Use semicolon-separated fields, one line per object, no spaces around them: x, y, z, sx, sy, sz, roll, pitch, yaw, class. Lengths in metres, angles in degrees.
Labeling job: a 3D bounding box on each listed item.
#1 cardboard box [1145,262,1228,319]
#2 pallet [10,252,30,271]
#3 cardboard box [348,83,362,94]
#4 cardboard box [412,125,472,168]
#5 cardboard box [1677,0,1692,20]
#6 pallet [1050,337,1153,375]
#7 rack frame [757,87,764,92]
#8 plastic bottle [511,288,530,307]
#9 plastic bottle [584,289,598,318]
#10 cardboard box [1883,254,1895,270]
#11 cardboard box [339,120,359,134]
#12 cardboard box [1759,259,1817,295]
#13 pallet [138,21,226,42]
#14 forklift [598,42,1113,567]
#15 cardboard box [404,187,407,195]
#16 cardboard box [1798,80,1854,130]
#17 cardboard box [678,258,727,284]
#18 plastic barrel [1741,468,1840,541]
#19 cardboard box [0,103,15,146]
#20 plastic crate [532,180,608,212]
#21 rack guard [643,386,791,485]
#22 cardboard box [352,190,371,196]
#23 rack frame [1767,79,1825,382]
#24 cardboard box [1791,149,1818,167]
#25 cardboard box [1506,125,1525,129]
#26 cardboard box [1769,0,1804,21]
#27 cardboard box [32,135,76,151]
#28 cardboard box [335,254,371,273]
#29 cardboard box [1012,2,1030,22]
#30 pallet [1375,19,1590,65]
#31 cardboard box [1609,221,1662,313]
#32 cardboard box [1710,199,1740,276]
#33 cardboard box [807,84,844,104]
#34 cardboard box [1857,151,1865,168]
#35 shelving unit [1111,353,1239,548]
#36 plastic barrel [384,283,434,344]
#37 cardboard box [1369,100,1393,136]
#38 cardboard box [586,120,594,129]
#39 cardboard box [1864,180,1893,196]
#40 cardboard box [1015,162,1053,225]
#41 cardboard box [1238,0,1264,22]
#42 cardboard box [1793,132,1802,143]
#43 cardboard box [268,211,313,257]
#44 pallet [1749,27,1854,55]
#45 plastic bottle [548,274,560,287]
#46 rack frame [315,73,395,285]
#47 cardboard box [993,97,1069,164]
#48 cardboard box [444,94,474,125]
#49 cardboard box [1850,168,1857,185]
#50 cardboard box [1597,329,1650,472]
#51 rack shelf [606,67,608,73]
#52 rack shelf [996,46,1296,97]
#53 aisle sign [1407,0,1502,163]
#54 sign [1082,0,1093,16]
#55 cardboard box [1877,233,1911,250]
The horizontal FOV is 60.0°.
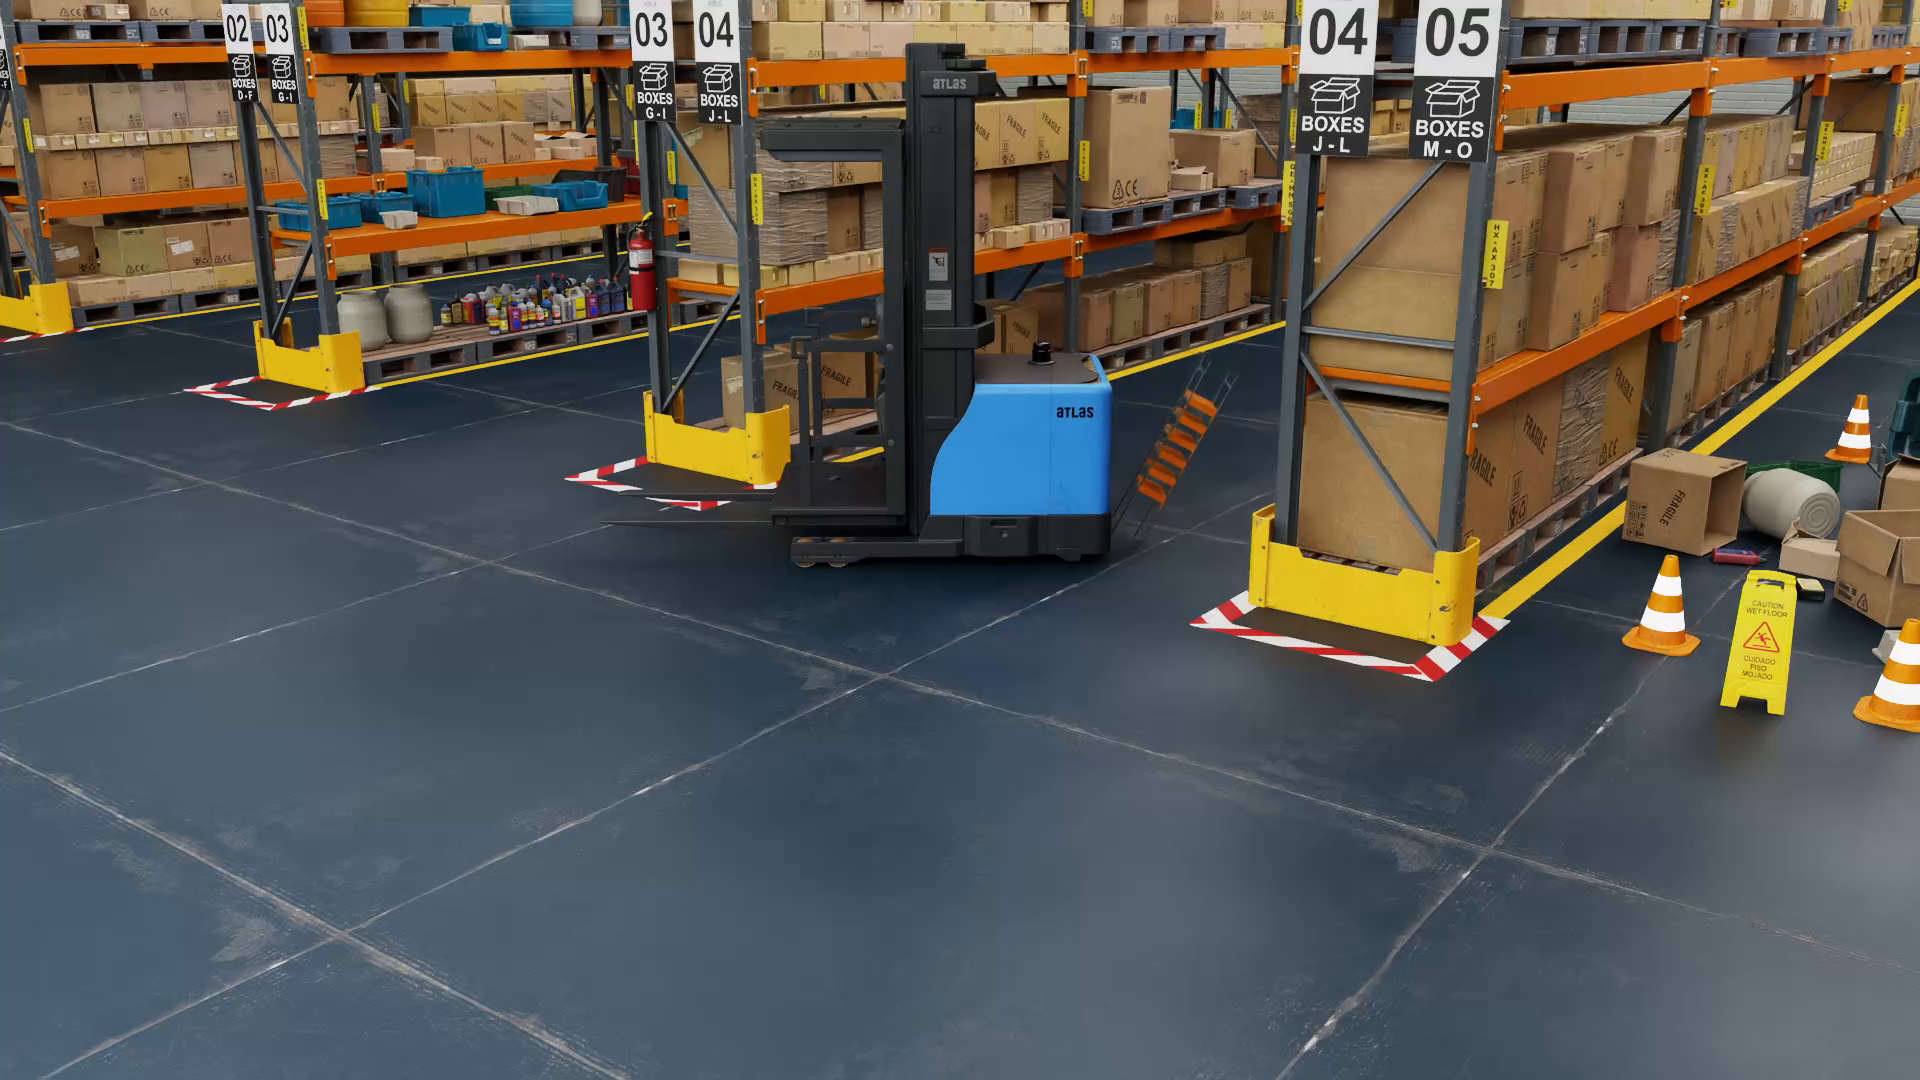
2.285;-2.555;16.886;0.700;0.500;0.500;10;20;30;cardboard box
-12.427;-3.719;21.865;1.003;0.211;1.213;12;21;35;pallet
-9.307;-6.863;25.281;0.380;0.149;0.250;9;19;26;cardboard box
-6.564;-4.988;21.079;0.500;0.500;0.500;14;22;39;cardboard box
4.265;-3.278;10.232;0.380;0.149;0.250;13;21;35;cardboard box
1.068;-1.737;15.482;1.003;0.211;1.213;12;21;35;pallet
-4.179;-8.367;32.130;1.000;3.000;0.127;12;21;35;rack frame
-4.418;-2.382;16.709;0.152;0.276;0.135;12;21;35;plastic bottle
-3.703;-2.375;16.673;0.061;0.283;0.133;14;22;38;plastic bottle
10.510;-3.214;19.132;0.380;0.149;0.250;12;21;34;cardboard box
-7.338;-4.890;19.669;0.380;0.149;0.250;12;21;35;cardboard box
7.517;-2.422;15.227;0.500;0.250;0.500;11;21;32;cardboard box
-8.563;-5.528;18.078;1.003;0.211;1.213;12;21;35;pallet
-0.630;-1.398;9.803;3.031;2.935;1.130;0;17;-1;forklift
-8.402;-5.788;26.740;0.750;0.750;0.750;12;21;34;cardboard box
9.358;-4.715;18.013;0.500;0.500;0.500;12;21;33;cardboard box
-1.774;-1.915;11.776;0.380;0.149;0.250;12;21;35;cardboard box
5.085;-0.211;10.210;0.421;0.421;0.512;-4;18;-13;plastic barrel
-12.273;-5.276;21.130;0.500;0.500;0.500;13;22;36;cardboard box
-3.814;-3.376;16.307;0.499;0.251;0.616;12;21;35;plastic crate
-1.733;-0.755;11.831;1.175;0.500;0.348;12;21;35;rack guard
-9.333;-5.297;25.718;0.700;0.500;0.500;13;21;35;cardboard box
6.912;-2.935;14.638;1.000;3.000;0.127;12;21;35;rack frame
7.501;-3.440;14.977;0.380;0.149;0.250;12;21;33;cardboard box
7.680;-5.649;23.130;0.500;0.250;0.500;12;21;34;cardboard box
6.101;-4.200;12.609;0.500;0.500;0.500;12;21;35;cardboard box
-9.325;-4.095;17.110;0.380;0.149;0.250;12;21;34;cardboard box
-7.449;-3.373;19.976;0.500;0.250;0.500;12;21;35;cardboard box
0.331;-4.184;13.180;0.380;0.149;0.250;11;20;32;cardboard box
2.579;-2.599;8.646;1.003;0.211;1.213;12;21;35;pallet
4.009;-1.829;10.824;0.875;0.550;0.550;12;21;35;cardboard box
5.358;-2.229;12.194;0.500;0.500;0.500;13;21;35;cardboard box
-2.075;-7.128;26.284;0.500;0.500;0.500;13;22;36;cardboard box
8.910;-3.860;16.828;0.380;0.149;0.250;14;22;37;cardboard box
1.273;-0.532;10.011;0.189;1.200;0.258;27;15;-8;shelving unit
-5.126;-2.108;15.460;0.421;0.512;0.421;0;17;0;plastic barrel
4.580;-5.000;19.428;0.797;0.503;0.637;13;21;35;cardboard box
-6.536;-7.174;28.676;0.380;0.149;0.250;13;21;35;cardboard box
9.727;-3.778;17.775;0.380;0.149;0.250;13;22;37;cardboard box
0.288;-2.977;14.101;0.875;0.500;0.500;12;21;35;cardboard box
2.608;-5.273;16.097;0.500;0.500;0.500;12;21;35;cardboard box
8.530;-4.173;17.335;0.380;0.149;0.250;13;22;36;cardboard box
-7.756;-3.614;19.488;0.500;0.500;0.500;12;21;35;cardboard box
6.571;-4.115;13.698;1.213;0.211;1.003;14;22;37;pallet
-4.187;-2.585;17.233;0.144;0.351;0.185;13;22;36;plastic bottle
-7.348;-4.635;20.110;1.000;3.000;0.127;12;21;35;rack frame
0.558;-3.395;13.761;0.500;0.500;0.500;12;21;35;cardboard box
-8.131;-6.855;26.555;0.500;0.500;0.500;13;22;36;cardboard box
8.764;-3.658;16.682;0.380;0.149;0.250;11;20;32;cardboard box
4.098;-1.031;11.381;0.875;0.875;0.875;13;21;36;cardboard box
-2.181;-5.324;18.485;1.077;0.370;4.000;12;21;35;rack shelf
1.797;-4.449;15.666;1.077;0.370;4.000;12;21;35;rack shelf
2.344;-2.202;7.892;0.394;0.787;0.004;12;21;35;aisle sign
1.046;-4.469;13.646;0.100;0.325;0.005;12;21;35;sign
10.998;-3.535;19.665;0.380;0.149;0.250;13;22;37;cardboard box
